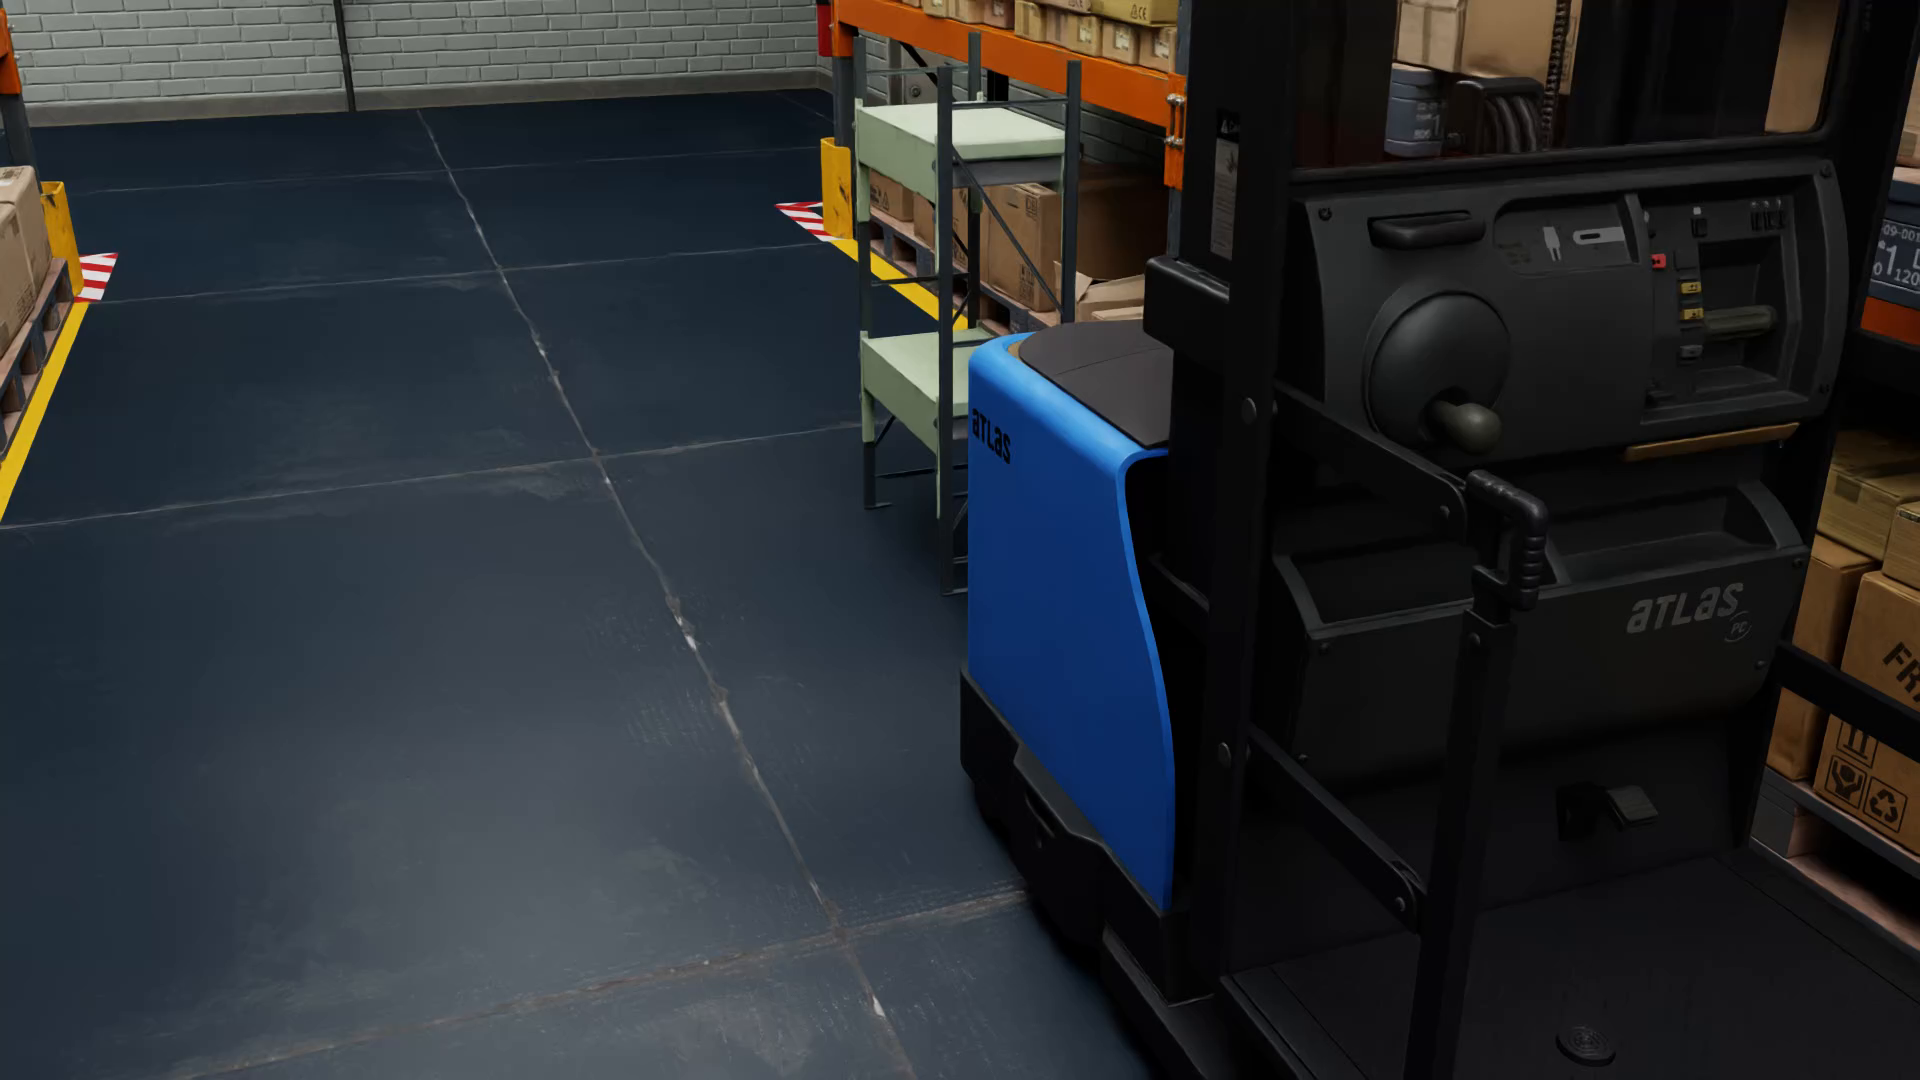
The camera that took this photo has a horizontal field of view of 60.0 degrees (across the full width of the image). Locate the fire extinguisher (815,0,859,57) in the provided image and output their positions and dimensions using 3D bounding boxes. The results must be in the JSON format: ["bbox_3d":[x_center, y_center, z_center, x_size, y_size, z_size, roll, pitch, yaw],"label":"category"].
[{"bbox_3d":[-0.698,-2.992,9.066,0.296,0.674,0.183,-8,24,-19],"label":"fire extinguisher"}]

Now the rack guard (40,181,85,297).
[{"bbox_3d":[-4.864,-1.384,7.890,1.175,0.500,0.348,-8,24,-19],"label":"rack guard"}]

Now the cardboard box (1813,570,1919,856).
[{"bbox_3d":[2.095,0.348,3.239,0.500,0.500,0.500,-9,24,-20],"label":"cardboard box"}]

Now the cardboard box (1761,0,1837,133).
[{"bbox_3d":[1.863,-1.111,3.351,0.797,0.503,0.637,-9,24,-20],"label":"cardboard box"}]

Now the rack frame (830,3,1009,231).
[{"bbox_3d":[-0.213,-3.209,9.003,1.000,3.000,0.127,-8,24,-19],"label":"rack frame"}]

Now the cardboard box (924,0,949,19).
[{"bbox_3d":[0.055,-2.462,7.552,0.380,0.149,0.250,-9,24,-20],"label":"cardboard box"}]

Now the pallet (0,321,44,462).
[{"bbox_3d":[-4.073,-0.520,6.211,1.003,0.211,1.213,-8,24,-19],"label":"pallet"}]

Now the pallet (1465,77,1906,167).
[{"bbox_3d":[1.922,-0.920,3.818,1.003,0.211,1.213,-8,24,-19],"label":"pallet"}]

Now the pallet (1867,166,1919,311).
[{"bbox_3d":[2.308,-0.451,2.705,1.213,0.211,1.003,-8,24,-19],"label":"pallet"}]

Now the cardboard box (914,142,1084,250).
[{"bbox_3d":[0.180,-1.700,8.099,0.700,0.500,0.500,-7,24,-17],"label":"cardboard box"}]

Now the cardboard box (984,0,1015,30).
[{"bbox_3d":[0.322,-2.285,7.132,0.380,0.149,0.250,-8,24,-19],"label":"cardboard box"}]

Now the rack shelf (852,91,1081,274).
[{"bbox_3d":[0.002,-1.048,4.801,0.431,0.370,0.720,-8,24,-19],"label":"rack shelf"}]

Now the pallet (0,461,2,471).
[{"bbox_3d":[-3.638,-0.076,5.158,1.003,0.211,1.213,-8,24,-19],"label":"pallet"}]

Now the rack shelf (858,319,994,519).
[{"bbox_3d":[0.002,-0.388,5.080,0.431,0.370,0.720,-8,24,-19],"label":"rack shelf"}]

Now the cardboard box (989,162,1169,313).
[{"bbox_3d":[0.546,-1.323,7.204,0.700,0.500,0.500,-9,25,-21],"label":"cardboard box"}]

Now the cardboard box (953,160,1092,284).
[{"bbox_3d":[0.273,-1.494,7.610,0.500,0.500,0.500,-8,24,-18],"label":"cardboard box"}]

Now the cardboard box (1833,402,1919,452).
[{"bbox_3d":[1.885,-0.177,3.651,0.380,0.149,0.250,-9,24,-20],"label":"cardboard box"}]

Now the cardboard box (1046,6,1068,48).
[{"bbox_3d":[0.557,-2.003,6.464,0.380,0.149,0.250,-8,24,-18],"label":"cardboard box"}]

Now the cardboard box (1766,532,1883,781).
[{"bbox_3d":[1.908,0.158,3.690,0.500,0.500,0.500,-7,24,-17],"label":"cardboard box"}]

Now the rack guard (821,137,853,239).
[{"bbox_3d":[-0.186,-2.030,9.423,1.175,0.500,0.348,-8,24,-19],"label":"rack guard"}]

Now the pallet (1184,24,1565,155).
[{"bbox_3d":[1.380,-1.362,4.867,1.003,0.211,1.213,-8,24,-19],"label":"pallet"}]

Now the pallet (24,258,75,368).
[{"bbox_3d":[-4.500,-0.962,7.261,1.003,0.211,1.213,-8,24,-19],"label":"pallet"}]

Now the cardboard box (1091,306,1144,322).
[{"bbox_3d":[0.728,-0.798,6.411,0.380,0.149,0.250,-9,25,-21],"label":"cardboard box"}]

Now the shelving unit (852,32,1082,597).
[{"bbox_3d":[0.002,-0.689,4.953,0.431,1.500,0.755,-8,24,-19],"label":"shelving unit"}]

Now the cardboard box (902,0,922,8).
[{"bbox_3d":[-0.063,-2.660,8.021,0.380,0.149,0.250,-8,24,-17],"label":"cardboard box"}]

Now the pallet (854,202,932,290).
[{"bbox_3d":[0.096,-1.607,8.792,1.003,0.211,1.213,-8,24,-19],"label":"pallet"}]

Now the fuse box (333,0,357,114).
[{"bbox_3d":[-4.853,-4.214,13.045,0.539,1.711,0.414,-8,24,-19],"label":"fuse box"}]

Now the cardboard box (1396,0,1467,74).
[{"bbox_3d":[1.332,-1.330,4.176,0.396,0.266,0.258,-7,24,-16],"label":"cardboard box"}]

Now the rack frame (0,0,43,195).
[{"bbox_3d":[-4.856,-2.527,7.384,1.000,3.000,0.127,-8,24,-19],"label":"rack frame"}]

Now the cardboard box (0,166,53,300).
[{"bbox_3d":[-4.529,-1.314,7.263,0.875,0.438,0.875,-9,25,-21],"label":"cardboard box"}]

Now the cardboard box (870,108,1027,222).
[{"bbox_3d":[-0.086,-2.017,8.848,0.797,0.503,0.637,-9,25,-21],"label":"cardboard box"}]

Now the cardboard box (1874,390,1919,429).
[{"bbox_3d":[2.342,-0.255,3.835,0.380,0.149,0.250,-9,24,-20],"label":"cardboard box"}]

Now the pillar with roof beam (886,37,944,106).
[{"bbox_3d":[-4.350,-6.487,9.054,9.100,9.000,0.400,-8,24,-19],"label":"pillar with roof beam"}]

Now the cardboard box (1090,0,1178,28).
[{"bbox_3d":[0.792,-1.976,5.885,0.500,0.250,0.500,-8,24,-18],"label":"cardboard box"}]

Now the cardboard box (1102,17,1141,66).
[{"bbox_3d":[0.739,-1.813,6.013,0.380,0.149,0.250,-8,24,-18],"label":"cardboard box"}]

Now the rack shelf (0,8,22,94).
[{"bbox_3d":[-4.149,-1.469,5.799,1.077,0.370,4.000,-8,24,-19],"label":"rack shelf"}]

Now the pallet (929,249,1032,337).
[{"bbox_3d":[0.523,-1.165,7.742,1.003,0.211,1.213,-8,24,-19],"label":"pallet"}]

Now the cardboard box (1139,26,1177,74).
[{"bbox_3d":[0.851,-1.721,5.796,0.380,0.149,0.250,-8,24,-18],"label":"cardboard box"}]

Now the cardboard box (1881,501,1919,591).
[{"bbox_3d":[2.024,0.015,3.194,0.380,0.149,0.250,-9,25,-21],"label":"cardboard box"}]

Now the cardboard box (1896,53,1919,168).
[{"bbox_3d":[1.937,-0.766,2.858,0.500,0.250,0.500,-10,25,-21],"label":"cardboard box"}]

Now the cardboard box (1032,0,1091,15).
[{"bbox_3d":[0.601,-2.156,6.312,0.500,0.250,0.500,-8,24,-19],"label":"cardboard box"}]

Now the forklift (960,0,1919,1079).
[{"bbox_3d":[0.991,-0.319,2.233,1.130,2.935,3.031,-8,24,-19],"label":"forklift"}]

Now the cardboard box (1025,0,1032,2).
[{"bbox_3d":[0.437,-2.339,6.747,0.500,0.250,0.500,-9,24,-19],"label":"cardboard box"}]

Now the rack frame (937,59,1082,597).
[{"bbox_3d":[0.132,-0.556,4.637,0.400,1.500,0.023,-8,24,-19],"label":"rack frame"}]

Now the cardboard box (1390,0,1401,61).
[{"bbox_3d":[1.344,-1.601,4.517,0.700,0.500,0.500,-8,24,-18],"label":"cardboard box"}]

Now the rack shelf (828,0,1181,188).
[{"bbox_3d":[0.493,-2.151,7.418,1.077,0.370,4.000,-8,24,-19],"label":"rack shelf"}]

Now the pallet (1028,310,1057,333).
[{"bbox_3d":[0.958,-0.721,6.688,1.003,0.211,1.213,-8,24,-19],"label":"pallet"}]

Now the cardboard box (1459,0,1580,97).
[{"bbox_3d":[1.622,-1.316,3.840,0.700,0.500,0.500,-8,24,-19],"label":"cardboard box"}]

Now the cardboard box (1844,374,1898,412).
[{"bbox_3d":[2.213,-0.338,4.032,0.380,0.149,0.250,-8,24,-19],"label":"cardboard box"}]

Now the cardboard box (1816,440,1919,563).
[{"bbox_3d":[1.973,-0.087,3.436,0.380,0.149,0.250,-8,24,-17],"label":"cardboard box"}]

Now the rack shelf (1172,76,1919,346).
[{"bbox_3d":[1.906,-0.698,3.970,1.077,0.370,4.000,-8,24,-19],"label":"rack shelf"}]

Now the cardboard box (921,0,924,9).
[{"bbox_3d":[0.036,-2.564,7.794,0.380,0.149,0.250,-8,24,-18],"label":"cardboard box"}]

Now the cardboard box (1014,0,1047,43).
[{"bbox_3d":[0.440,-2.092,6.675,0.380,0.149,0.250,-9,24,-20],"label":"cardboard box"}]

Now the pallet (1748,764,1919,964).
[{"bbox_3d":[2.384,0.706,3.304,1.003,0.211,1.213,-8,24,-19],"label":"pallet"}]

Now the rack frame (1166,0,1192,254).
[{"bbox_3d":[1.200,-1.756,5.554,1.000,3.000,0.127,-8,24,-19],"label":"rack frame"}]

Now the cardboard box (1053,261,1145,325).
[{"bbox_3d":[0.602,-0.982,6.696,0.396,0.266,0.258,-7,24,-17],"label":"cardboard box"}]

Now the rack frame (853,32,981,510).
[{"bbox_3d":[-0.127,-0.822,5.268,0.400,1.500,0.023,-8,24,-19],"label":"rack frame"}]

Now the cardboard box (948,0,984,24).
[{"bbox_3d":[0.167,-2.369,7.332,0.380,0.149,0.250,-8,24,-18],"label":"cardboard box"}]

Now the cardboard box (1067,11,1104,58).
[{"bbox_3d":[0.624,-1.904,6.229,0.380,0.149,0.250,-8,24,-18],"label":"cardboard box"}]

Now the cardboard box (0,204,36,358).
[{"bbox_3d":[-4.198,-0.982,6.477,0.875,0.438,0.875,-8,24,-18],"label":"cardboard box"}]
